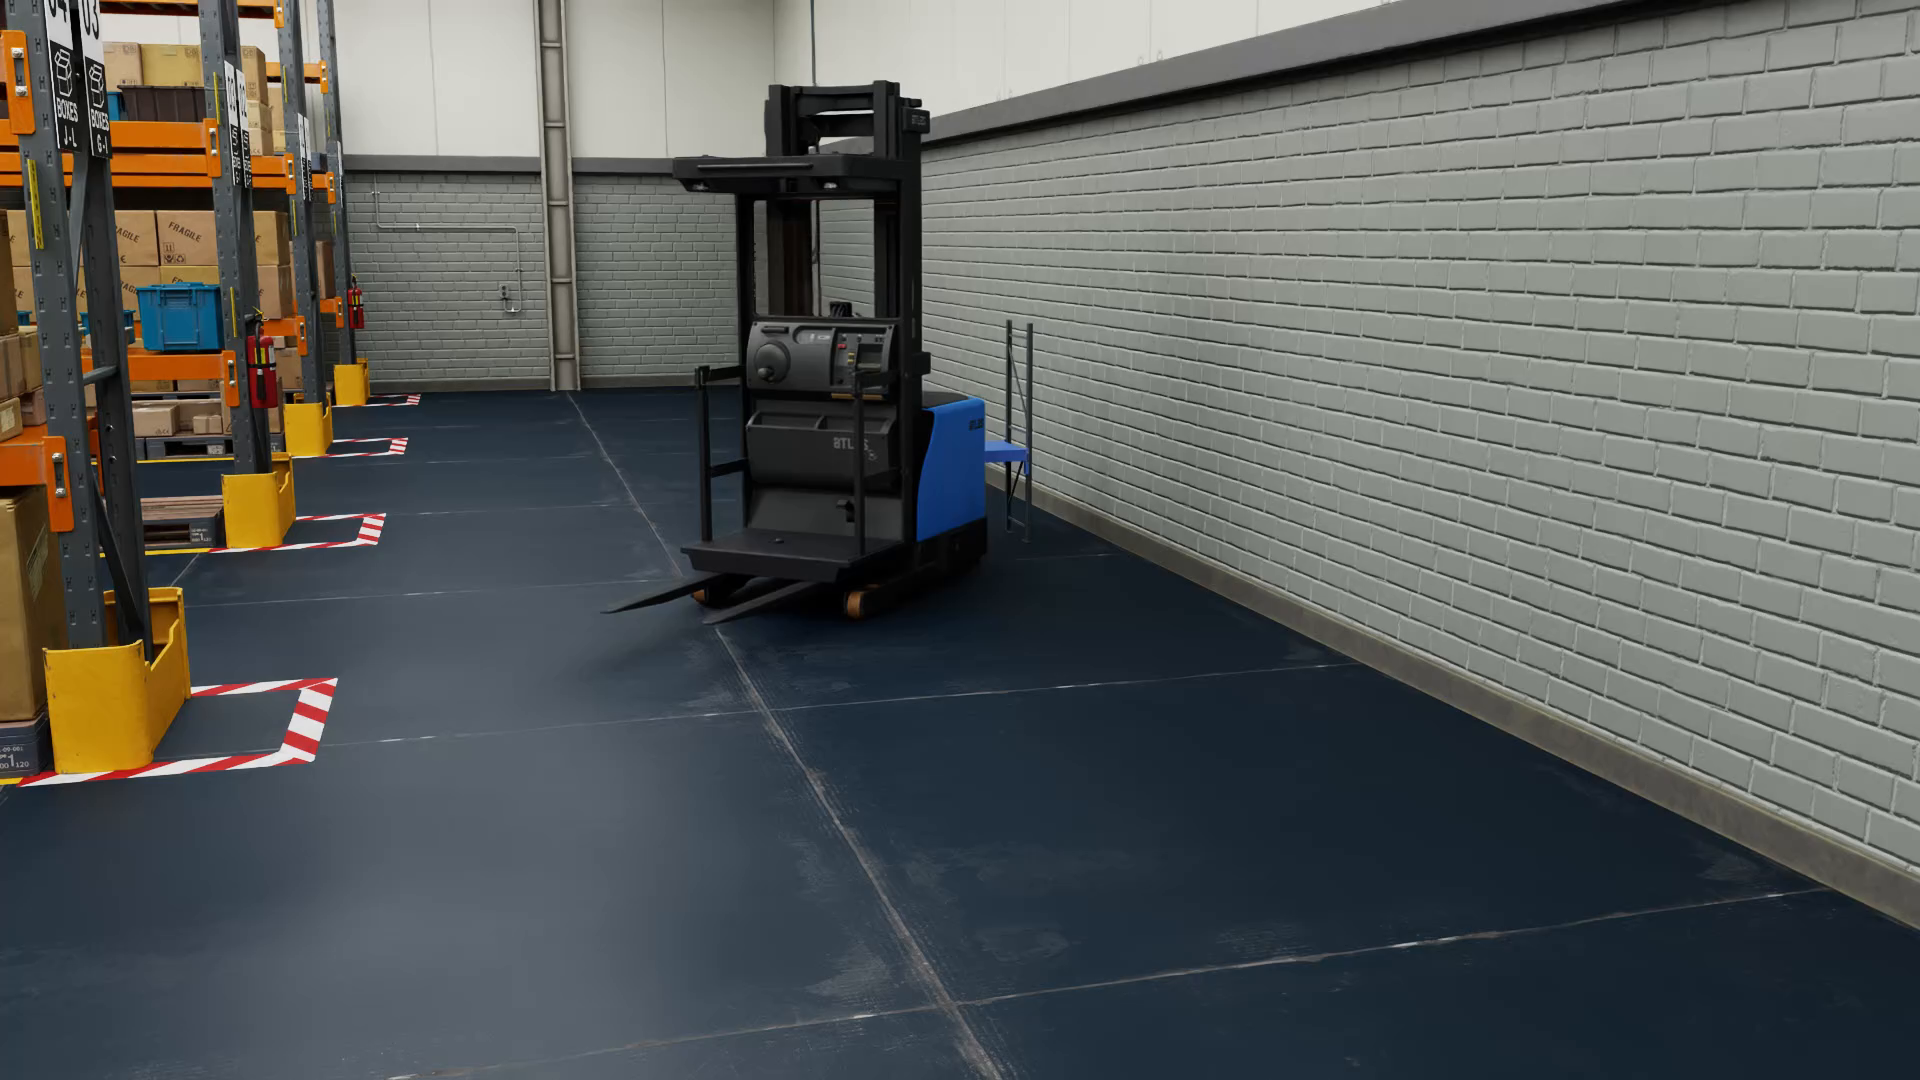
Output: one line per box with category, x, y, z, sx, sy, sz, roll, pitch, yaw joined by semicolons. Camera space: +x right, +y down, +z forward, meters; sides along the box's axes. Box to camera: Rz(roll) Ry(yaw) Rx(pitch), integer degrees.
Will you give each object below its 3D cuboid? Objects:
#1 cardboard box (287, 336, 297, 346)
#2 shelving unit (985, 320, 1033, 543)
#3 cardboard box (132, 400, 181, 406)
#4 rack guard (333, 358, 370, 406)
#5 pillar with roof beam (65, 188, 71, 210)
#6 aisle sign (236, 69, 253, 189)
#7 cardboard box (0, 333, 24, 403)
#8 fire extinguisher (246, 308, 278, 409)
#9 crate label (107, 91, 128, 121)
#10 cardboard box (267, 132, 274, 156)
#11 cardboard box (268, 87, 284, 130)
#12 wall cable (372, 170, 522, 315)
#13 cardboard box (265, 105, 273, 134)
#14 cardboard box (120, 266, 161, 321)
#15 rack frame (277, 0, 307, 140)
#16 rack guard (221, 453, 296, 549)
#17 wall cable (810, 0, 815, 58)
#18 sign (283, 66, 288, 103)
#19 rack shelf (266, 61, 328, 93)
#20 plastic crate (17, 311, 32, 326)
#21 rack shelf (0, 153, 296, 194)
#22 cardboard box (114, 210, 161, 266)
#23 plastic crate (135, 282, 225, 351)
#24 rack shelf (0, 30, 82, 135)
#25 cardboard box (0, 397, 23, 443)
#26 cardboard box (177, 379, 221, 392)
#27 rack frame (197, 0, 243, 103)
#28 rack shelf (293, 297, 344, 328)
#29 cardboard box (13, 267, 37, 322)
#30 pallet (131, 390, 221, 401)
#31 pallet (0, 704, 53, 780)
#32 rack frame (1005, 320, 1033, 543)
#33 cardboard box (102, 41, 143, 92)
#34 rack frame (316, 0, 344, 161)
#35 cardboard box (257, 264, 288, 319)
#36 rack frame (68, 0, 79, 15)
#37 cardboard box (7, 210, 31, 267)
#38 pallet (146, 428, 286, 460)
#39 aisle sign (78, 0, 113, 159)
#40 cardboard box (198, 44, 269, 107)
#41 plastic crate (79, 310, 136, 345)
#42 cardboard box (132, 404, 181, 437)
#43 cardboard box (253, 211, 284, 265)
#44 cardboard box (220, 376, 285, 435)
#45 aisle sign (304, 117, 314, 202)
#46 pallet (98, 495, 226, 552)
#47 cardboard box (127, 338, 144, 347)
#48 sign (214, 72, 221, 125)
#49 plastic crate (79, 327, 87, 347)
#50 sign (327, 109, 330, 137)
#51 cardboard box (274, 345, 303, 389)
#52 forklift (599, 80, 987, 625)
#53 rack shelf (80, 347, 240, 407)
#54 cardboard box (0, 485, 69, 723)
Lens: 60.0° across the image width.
cardboard box;-8.316;-2.527;20.938;0.250;0.149;0.380;-3;11;-16
shelving unit;-0.082;-0.733;11.387;1.048;1.500;0.538;-3;11;-16
cardboard box;-7.909;-1.216;16.248;0.500;0.250;0.500;-3;11;-16
rack guard;-7.713;-2.014;21.105;0.348;0.500;1.175;-3;11;-16
pillar with roof beam;-9.943;-5.427;16.174;0.400;9.000;9.100;-3;11;-16
aisle sign;-4.981;-2.854;11.582;0.004;0.787;0.394;-3;11;-16
cardboard box;-3.974;-0.661;6.443;0.500;0.250;0.500;-3;11;-17
fire extinguisher;-4.695;-1.227;11.170;0.183;0.674;0.296;-3;11;-16
crate label;-5.943;-2.931;11.311;0.502;0.251;0.408;-3;11;-16
cardboard box;-6.912;-3.801;16.036;0.500;0.250;0.500;-3;11;-16
cardboard box;-8.362;-5.184;20.040;0.500;0.500;0.500;-3;11;-16
wall cable;-6.771;-3.971;22.025;1.851;1.984;0.084;-3;11;-16
cardboard box;-6.914;-4.048;15.997;0.500;0.250;0.500;-3;11;-16
cardboard box;-7.679;-2.309;15.528;0.500;0.500;0.500;-3;11;-15
rack frame;-6.348;-5.332;15.652;0.127;3.000;1.000;-3;11;-16
rack guard;-4.947;-0.294;11.762;0.348;0.500;1.175;-3;11;-16
wall cable;-1.449;-6.903;18.816;0.112;2.526;3.097;-3;11;-16
sign;-6.212;-4.194;15.314;0.005;0.325;0.100;-3;11;-16
rack shelf;-9.656;-5.541;19.881;4.000;0.370;1.077;-3;11;-16
plastic crate;-6.560;-1.445;11.408;0.300;0.233;0.416;-3;11;-16
rack shelf;-8.268;-3.401;15.439;4.000;0.370;1.077;-3;11;-16
cardboard box;-7.680;-2.799;15.427;0.500;0.500;0.500;-3;11;-14
plastic crate;-5.236;-1.517;11.240;0.499;0.435;0.616;-3;11;-16
rack shelf;-5.503;-1.679;6.084;4.000;0.370;1.077;-3;11;-16
cardboard box;-3.832;-0.460;6.454;0.250;0.149;0.380;-3;11;-15
cardboard box;-9.343;-2.115;20.497;0.500;0.500;0.700;-3;11;-18
rack frame;-4.967;-4.470;10.974;0.127;3.000;1.000;-3;11;-16
rack shelf;-9.656;-2.787;20.388;4.000;0.370;1.077;-3;11;-16
cardboard box;-8.651;-2.258;15.249;0.500;0.500;0.500;-3;11;-16
pallet;-9.651;-1.755;20.499;1.213;0.211;1.003;-3;11;-16
pallet;-4.328;0.767;6.799;1.213;0.211;1.003;-3;11;-16
rack frame;0.406;-0.759;11.527;0.032;1.500;0.500;-3;11;-16
cardboard box;-7.790;-4.314;15.372;0.500;0.500;0.700;-3;11;-16
rack frame;-7.736;-6.192;20.329;0.127;3.000;1.000;-3;11;-16
cardboard box;-6.702;-2.360;15.806;0.500;0.500;0.500;-3;11;-14
rack frame;-3.582;-3.609;6.297;0.127;3.000;1.000;-3;11;-16
cardboard box;-8.668;-2.747;15.143;0.500;0.500;0.500;-3;11;-18
pallet;-7.186;-0.965;16.207;1.213;0.211;1.003;-3;11;-16
aisle sign;-3.597;-1.993;6.908;0.004;0.787;0.394;-3;11;-16
cardboard box;-6.836;-4.368;15.668;0.500;0.500;0.700;-3;11;-16
plastic crate;-5.928;-1.478;11.589;0.300;0.233;0.416;-3;11;-16
cardboard box;-7.721;-1.132;15.790;0.500;0.250;0.500;-3;11;-16
cardboard box;-6.698;-2.852;15.714;0.500;0.500;0.500;-3;11;-16
cardboard box;-6.801;-1.298;16.000;0.500;0.500;0.500;-3;11;-16
aisle sign;-6.364;-3.714;16.256;0.004;0.787;0.394;-3;11;-16
pallet;-5.769;-0.113;11.580;1.213;0.211;1.003;-3;11;-16
cardboard box;-9.949;-2.368;20.076;0.250;0.149;0.380;-3;11;-18
sign;-4.797;-2.849;10.740;0.005;0.325;0.100;-3;11;-16
plastic crate;-5.981;-1.335;11.074;0.243;0.136;0.396;-3;11;-16
sign;-7.598;-5.019;20.011;0.005;0.325;0.100;-3;11;-16
cardboard box;-8.380;-2.166;20.774;0.500;0.500;0.700;-3;11;-16
forklift;-0.892;-1.089;9.367;1.130;2.935;3.031;5;11;24
rack shelf;-6.887;-1.065;11.033;4.000;0.370;1.077;-3;11;-16
cardboard box;-4.175;0.226;6.743;0.875;0.875;0.875;-3;11;-16
